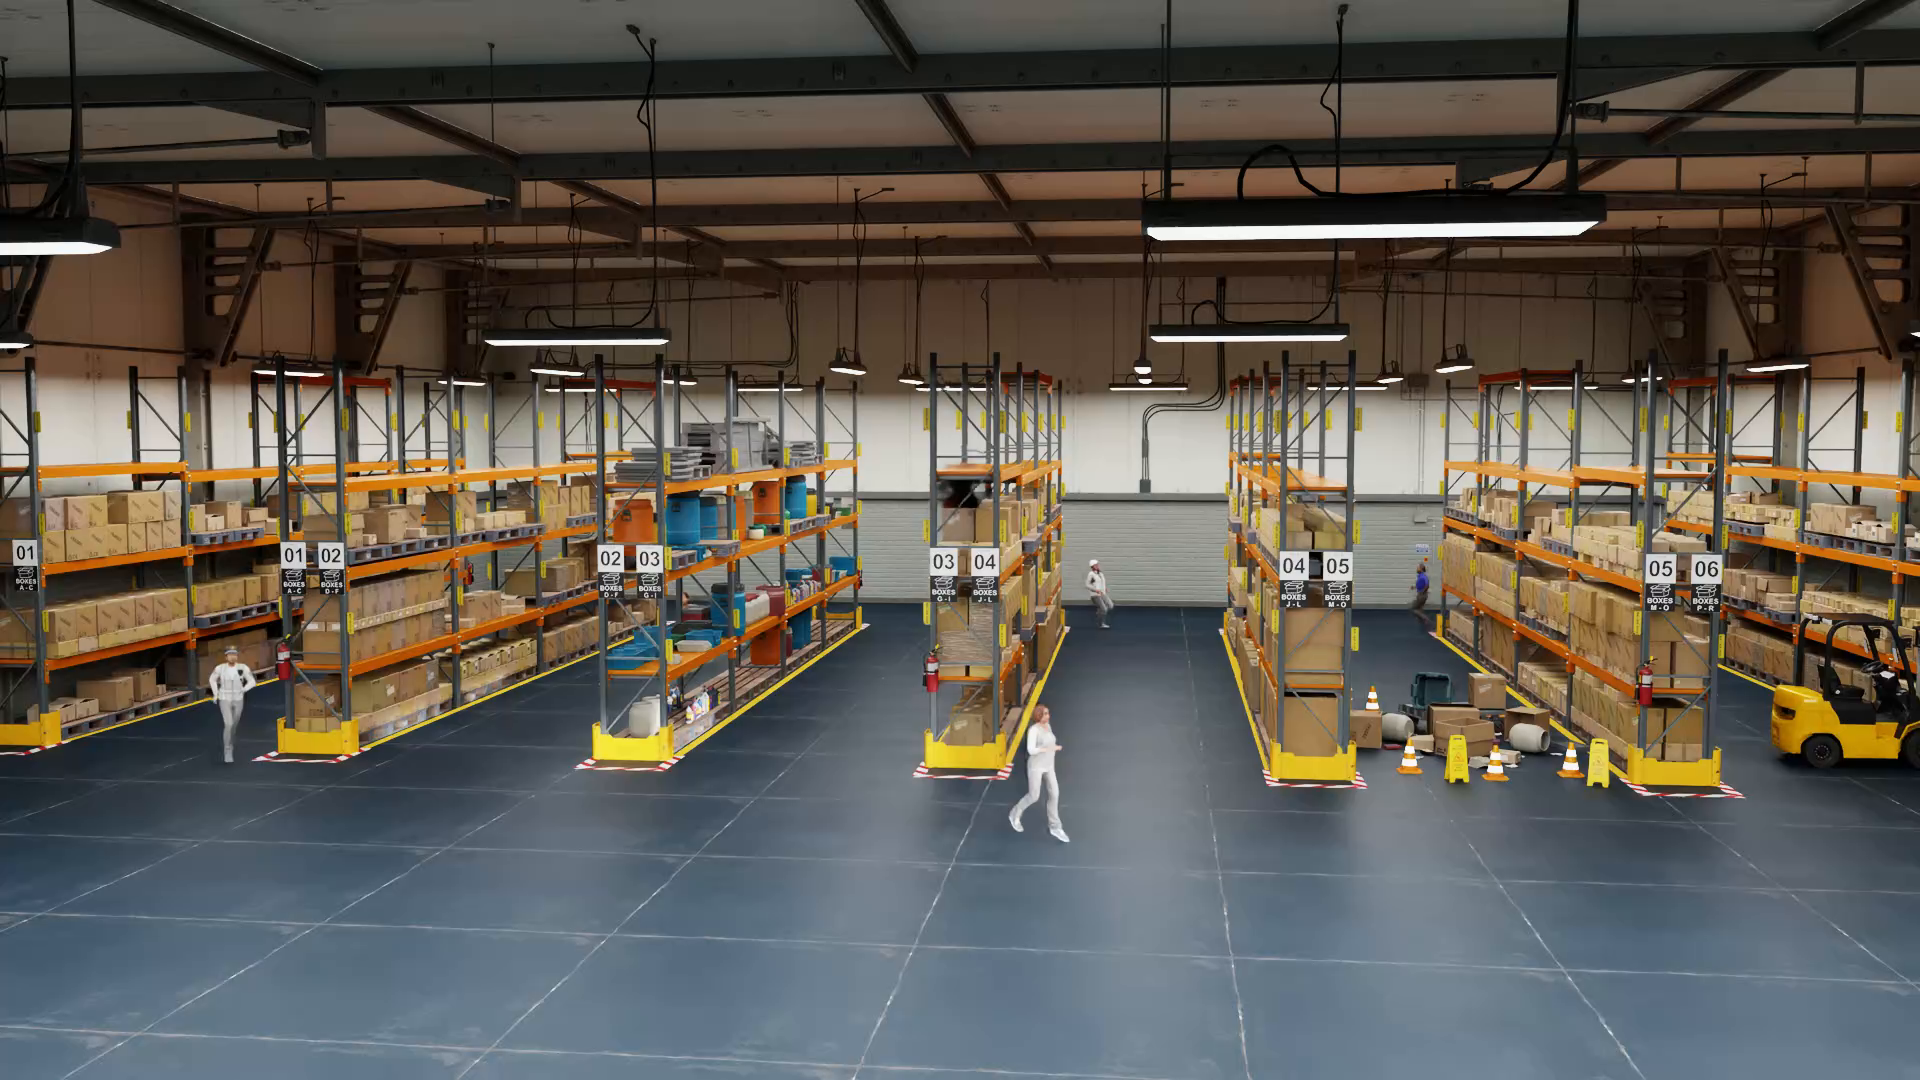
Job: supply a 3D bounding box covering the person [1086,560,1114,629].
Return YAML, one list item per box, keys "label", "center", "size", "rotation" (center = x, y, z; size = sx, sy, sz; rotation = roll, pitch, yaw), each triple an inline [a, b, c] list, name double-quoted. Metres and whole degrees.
- label: "person"
  center: [3.380, 1.314, 40.223]
  size: [0.533, 1.684, 0.712]
  rotation: [4, 6, 43]

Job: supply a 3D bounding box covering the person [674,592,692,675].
- label: "person"
  center: [-5.399, 1.851, 32.835]
  size: [0.587, 1.664, 1.008]
  rotation: [1, 4, 12]

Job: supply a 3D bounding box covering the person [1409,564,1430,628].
- label: "person"
  center: [11.102, 1.368, 40.220]
  size: [0.513, 1.586, 0.583]
  rotation: [2, 4, 22]

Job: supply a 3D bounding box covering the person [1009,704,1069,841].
- label: "person"
  center: [0.945, 2.816, 19.979]
  size: [0.829, 1.513, 0.575]
  rotation: [3, 5, 37]

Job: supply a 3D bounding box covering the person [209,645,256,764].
- label: "person"
  center: [-10.780, 2.400, 24.690]
  size: [0.605, 1.706, 0.753]
  rotation: [-2, 5, -32]
